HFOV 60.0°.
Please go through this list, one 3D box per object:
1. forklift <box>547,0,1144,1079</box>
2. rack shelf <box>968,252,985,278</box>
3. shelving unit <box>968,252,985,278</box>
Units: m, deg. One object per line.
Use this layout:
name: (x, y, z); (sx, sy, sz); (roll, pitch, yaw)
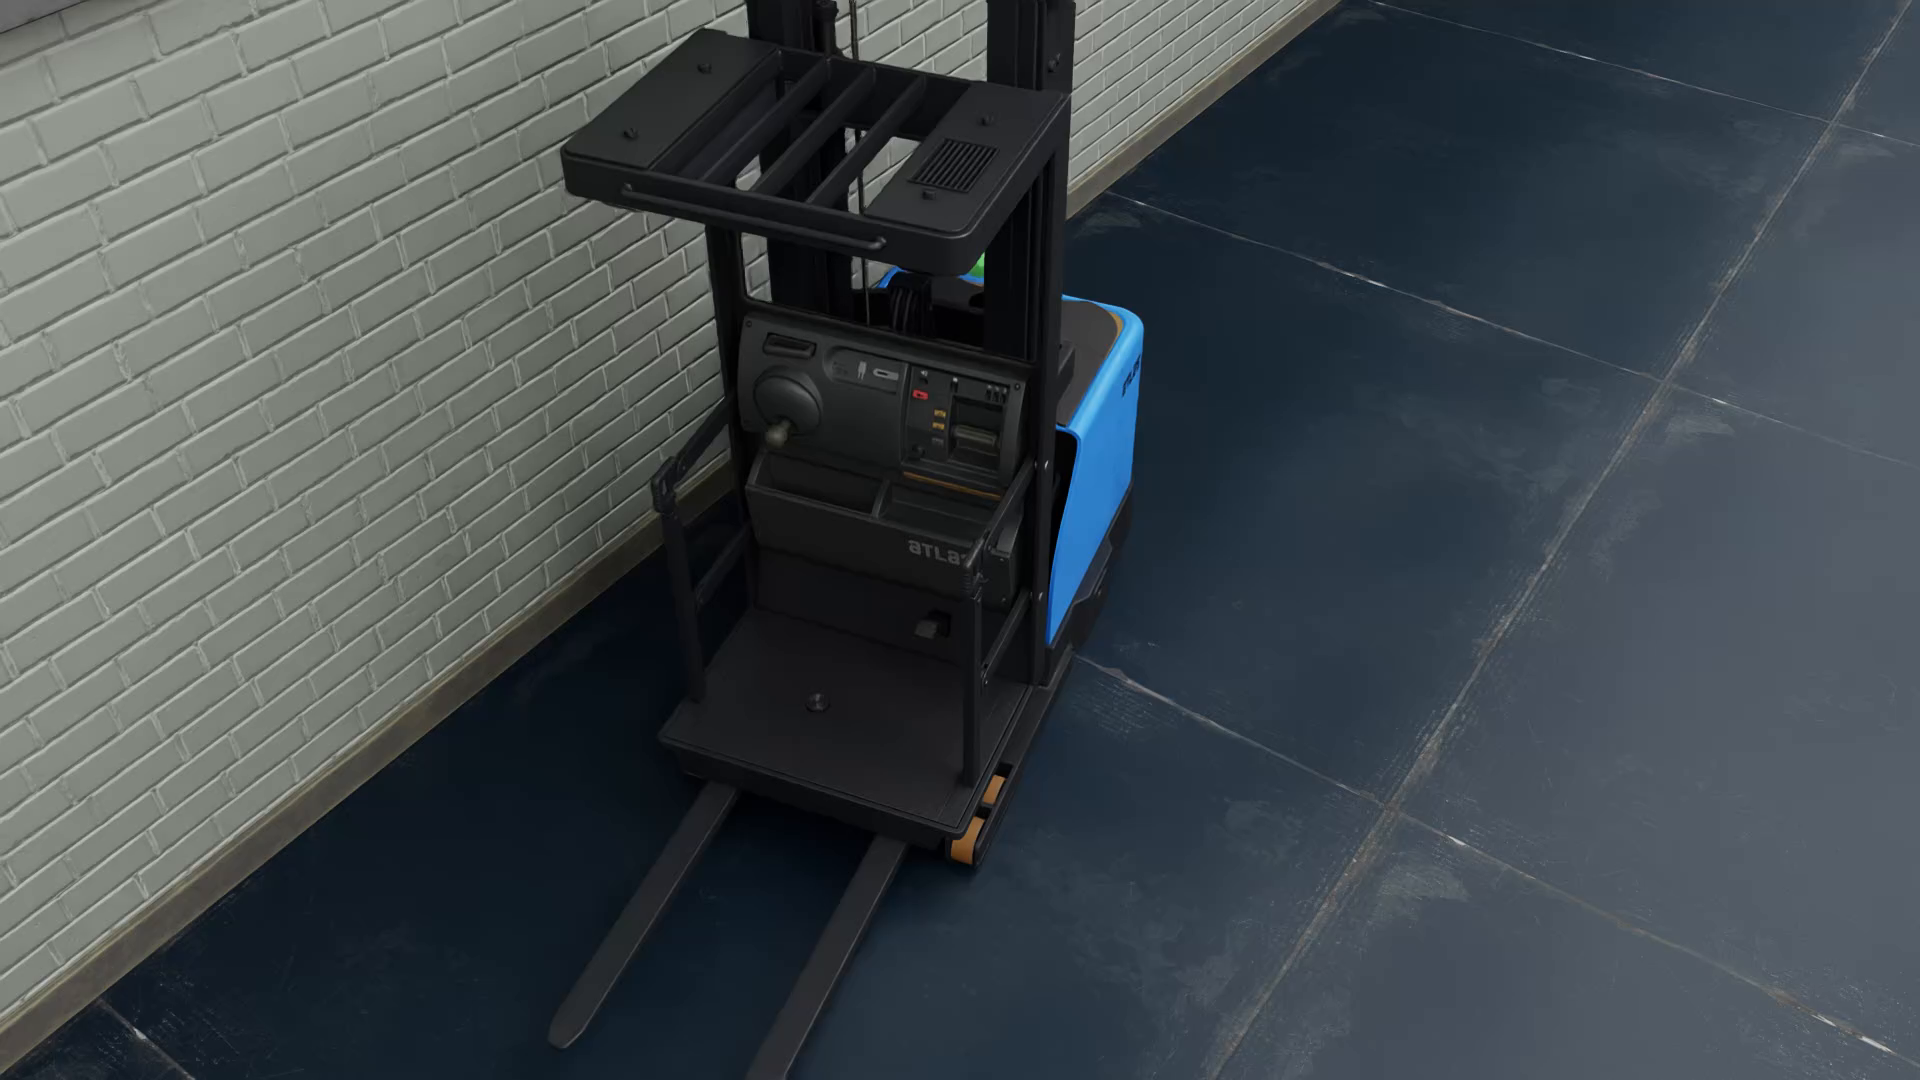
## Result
forklift: (-0.326, -0.334, 4.925); (1.130, 2.935, 3.031); (15, 44, 16)
rack shelf: (0.036, -1.087, 6.441); (0.480, 0.148, 0.258); (13, 43, 14)
shelving unit: (0.036, -0.777, 6.719); (0.503, 1.200, 0.258); (13, 43, 14)
